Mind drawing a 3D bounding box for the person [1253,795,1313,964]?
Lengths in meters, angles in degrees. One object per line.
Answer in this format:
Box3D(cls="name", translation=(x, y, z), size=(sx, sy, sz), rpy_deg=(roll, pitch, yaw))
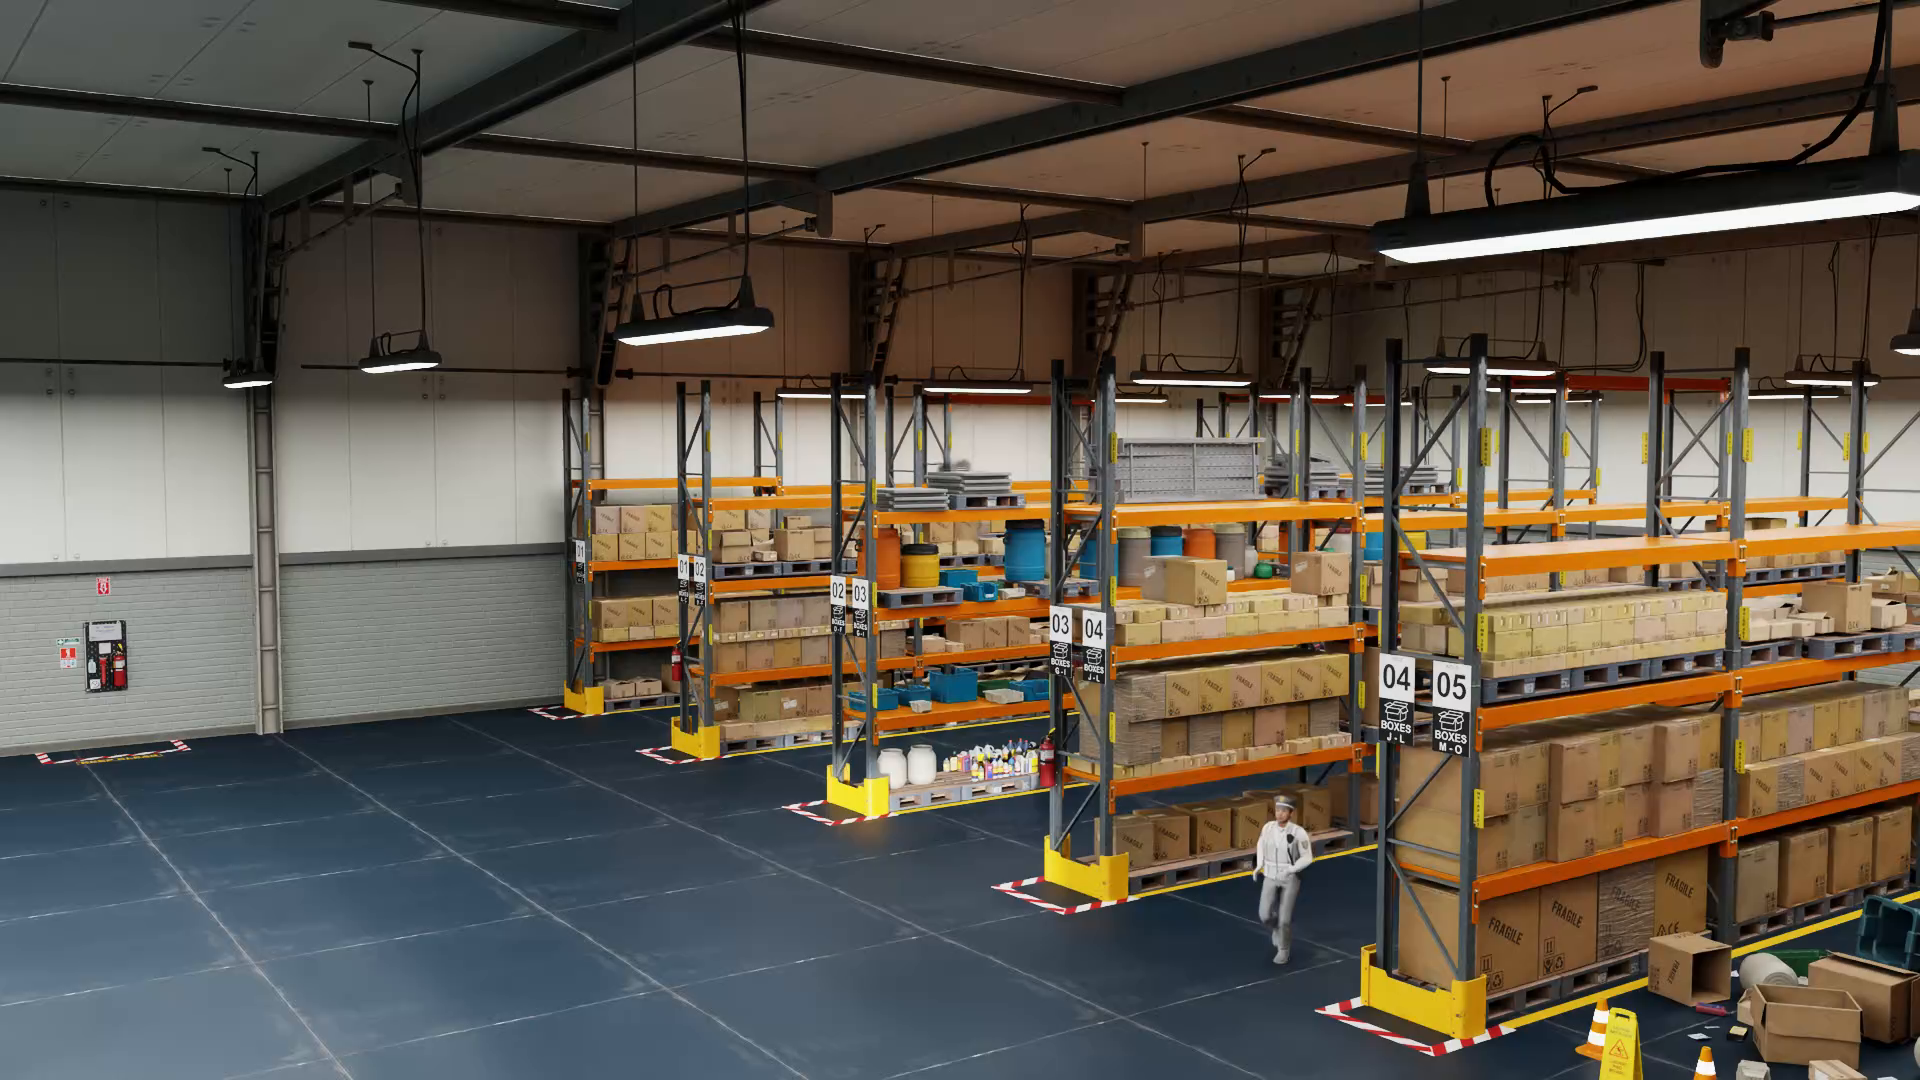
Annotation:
Box3D(cls="person", translation=(3.114, 3.305, 16.190), size=(0.616, 1.660, 0.494), rpy_deg=(2, 4, 30))
